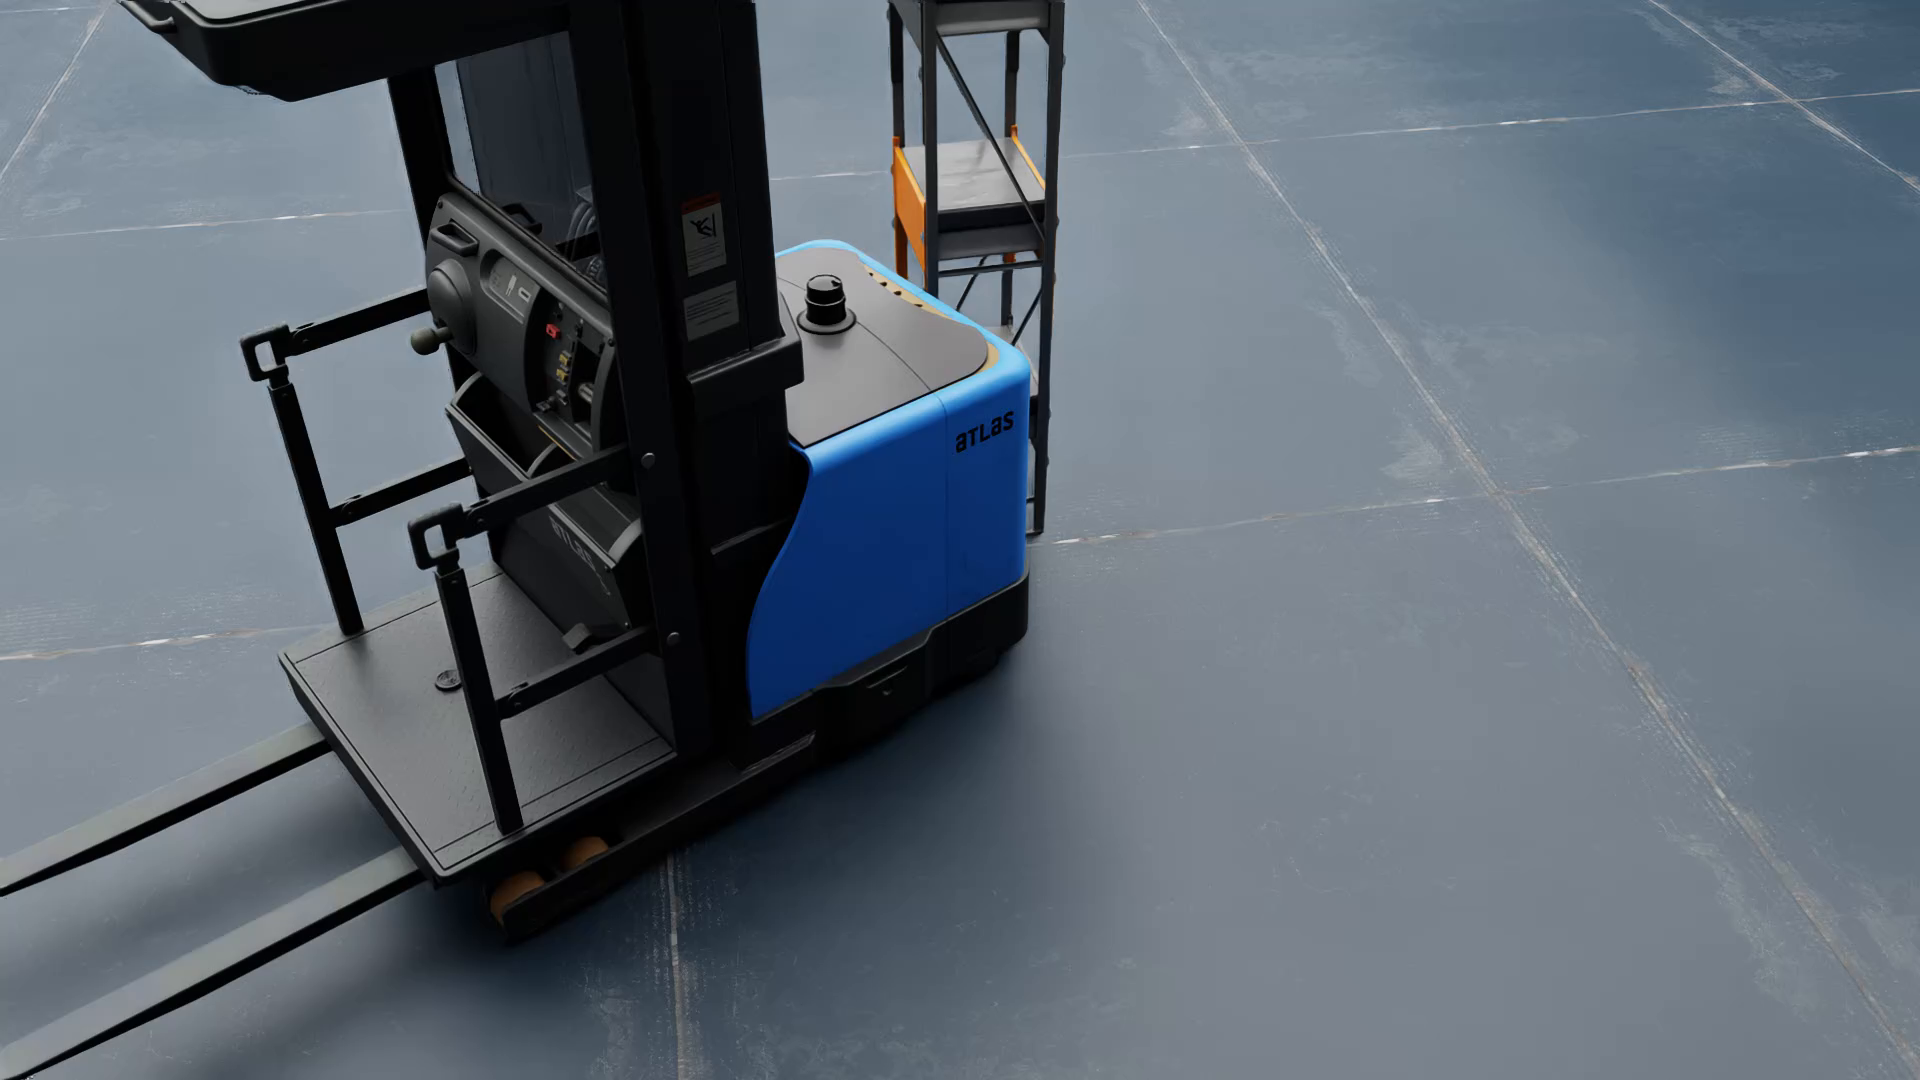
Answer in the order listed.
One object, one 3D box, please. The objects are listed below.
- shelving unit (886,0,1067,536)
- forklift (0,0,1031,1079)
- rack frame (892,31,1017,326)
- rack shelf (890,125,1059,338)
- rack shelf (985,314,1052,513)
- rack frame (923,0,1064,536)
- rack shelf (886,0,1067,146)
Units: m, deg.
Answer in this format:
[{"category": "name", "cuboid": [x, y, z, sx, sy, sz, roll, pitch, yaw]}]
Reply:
[{"category": "shelving unit", "cuboid": [0.039, -0.975, 5.294, 0.431, 2.100, 0.503, -8, 39, -10]}, {"category": "forklift", "cuboid": [-1.248, -0.482, 3.981, 3.031, 2.935, 1.130, -27, 45, -30]}, {"category": "rack frame", "cuboid": [-0.017, -1.121, 5.481, 0.400, 2.100, 0.015, -8, 39, -10]}, {"category": "rack shelf", "cuboid": [0.039, -0.964, 5.302, 0.431, 0.518, 0.480, -8, 39, -10]}, {"category": "rack shelf", "cuboid": [0.039, -0.411, 5.731, 0.431, 0.518, 0.480, -8, 39, -10]}, {"category": "rack frame", "cuboid": [0.094, -0.829, 5.106, 0.400, 2.100, 0.015, -8, 39, -10]}, {"category": "rack shelf", "cuboid": [0.039, -1.517, 4.872, 0.431, 0.518, 0.480, -8, 39, -10]}]
